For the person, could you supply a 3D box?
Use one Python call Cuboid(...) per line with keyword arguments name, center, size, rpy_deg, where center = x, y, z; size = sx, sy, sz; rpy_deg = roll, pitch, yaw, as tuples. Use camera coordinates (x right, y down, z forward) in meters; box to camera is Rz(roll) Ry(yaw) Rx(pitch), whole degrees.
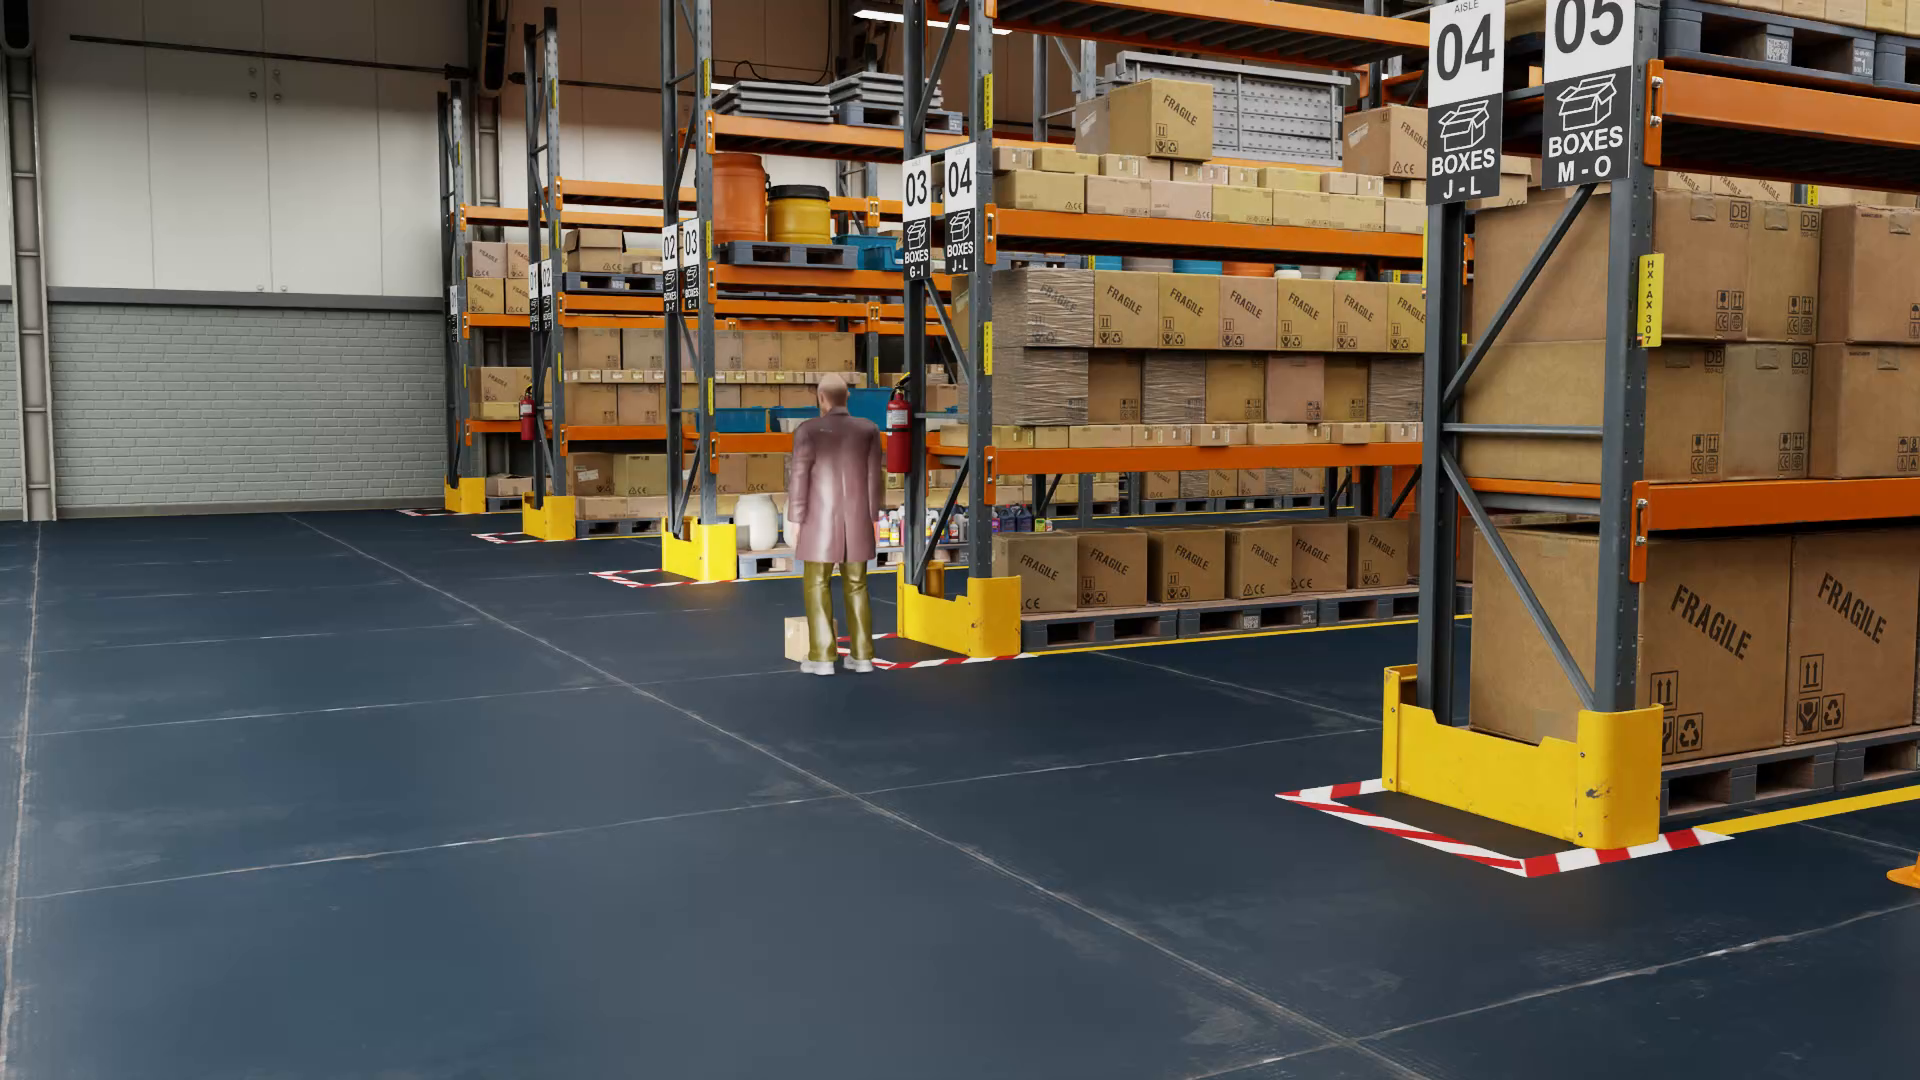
Cuboid(name="person", center=(-0.755, -0.065, 9.860), size=(0.591, 1.719, 0.432), rpy_deg=(-2, 5, -22))
